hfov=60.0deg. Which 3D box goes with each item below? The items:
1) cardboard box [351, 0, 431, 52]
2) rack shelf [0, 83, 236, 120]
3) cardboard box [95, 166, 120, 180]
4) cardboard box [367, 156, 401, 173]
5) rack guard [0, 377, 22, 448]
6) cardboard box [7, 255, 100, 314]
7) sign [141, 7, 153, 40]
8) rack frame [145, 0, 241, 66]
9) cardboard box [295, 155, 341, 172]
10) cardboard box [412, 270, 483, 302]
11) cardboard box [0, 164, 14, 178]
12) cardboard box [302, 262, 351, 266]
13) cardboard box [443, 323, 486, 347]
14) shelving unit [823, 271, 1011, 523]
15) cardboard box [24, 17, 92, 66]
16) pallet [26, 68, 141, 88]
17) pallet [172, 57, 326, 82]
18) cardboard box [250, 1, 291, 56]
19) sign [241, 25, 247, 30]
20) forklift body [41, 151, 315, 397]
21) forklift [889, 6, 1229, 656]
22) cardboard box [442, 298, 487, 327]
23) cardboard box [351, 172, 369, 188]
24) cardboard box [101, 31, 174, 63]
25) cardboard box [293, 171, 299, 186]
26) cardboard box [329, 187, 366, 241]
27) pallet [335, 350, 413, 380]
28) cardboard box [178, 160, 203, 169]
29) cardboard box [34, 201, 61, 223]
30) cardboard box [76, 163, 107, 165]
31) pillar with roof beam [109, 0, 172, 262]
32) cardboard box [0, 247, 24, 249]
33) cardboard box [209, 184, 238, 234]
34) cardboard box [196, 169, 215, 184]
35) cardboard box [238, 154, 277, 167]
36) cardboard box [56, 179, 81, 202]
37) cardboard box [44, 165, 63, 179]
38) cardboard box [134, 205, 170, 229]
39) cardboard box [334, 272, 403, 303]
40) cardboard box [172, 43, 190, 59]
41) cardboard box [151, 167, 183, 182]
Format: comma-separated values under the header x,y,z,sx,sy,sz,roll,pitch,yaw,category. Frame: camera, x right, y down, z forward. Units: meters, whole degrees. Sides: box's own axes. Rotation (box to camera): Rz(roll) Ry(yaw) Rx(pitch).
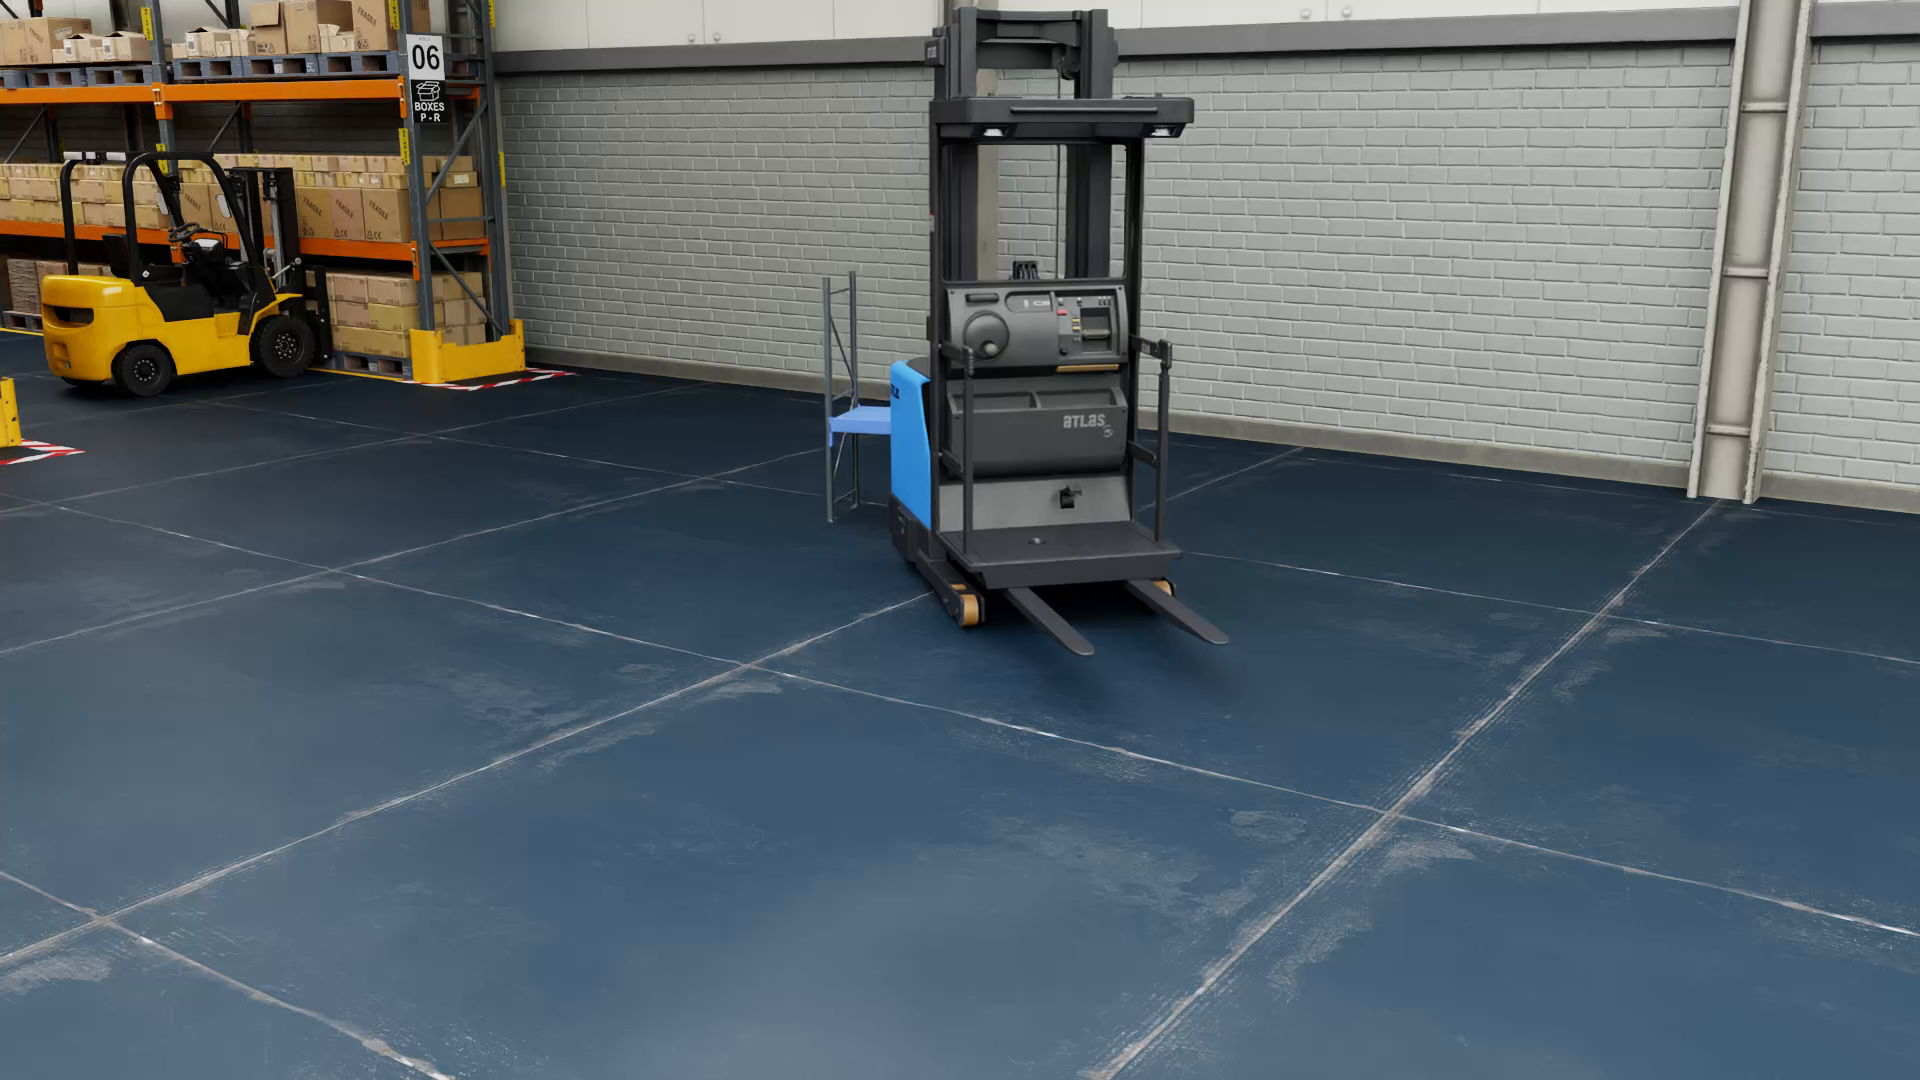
x,y,z,sx,sy,sz,roll,pitch,yaw,category
-5.341,-4.849,15.638,0.500,0.500,0.500,10,17,35,cardboard box
-9.816,-4.993,19.006,4.000,0.370,1.077,9,17,33,rack shelf
-9.436,-4.114,18.641,0.250,0.149,0.380,9,16,31,cardboard box
-5.474,-3.622,16.036,0.250,0.149,0.380,9,17,33,cardboard box
-7.668,-0.888,12.370,0.348,0.500,1.175,9,17,33,rack guard
-10.966,-3.119,20.249,0.625,0.625,0.875,10,17,35,cardboard box
-8.451,-5.368,17.293,0.005,0.325,0.100,9,17,33,sign
-8.157,-6.530,17.475,0.127,3.000,1.000,9,17,33,rack frame
-6.367,-3.746,16.538,0.250,0.149,0.380,10,17,34,cardboard box
-5.131,-2.538,16.602,0.500,0.250,0.500,9,16,32,cardboard box
-11.153,-4.381,19.720,0.250,0.149,0.380,10,17,34,cardboard box
-6.799,-2.810,17.698,0.500,0.250,0.500,9,17,33,cardboard box
-5.136,-2.055,16.733,0.500,0.250,0.500,9,17,33,cardboard box
-0.245,-0.859,10.173,1.048,1.500,0.538,4,14,16,shelving unit
-10.166,-5.629,18.788,0.500,0.500,0.500,10,17,34,cardboard box
-9.933,-5.296,19.126,1.213,0.211,1.003,10,17,35,pallet
-7.434,-4.922,17.405,1.213,0.211,1.003,9,17,33,pallet
-6.599,-5.094,16.620,0.637,0.503,0.797,10,17,35,cardboard box
-7.848,-5.474,18.212,0.005,0.325,0.100,9,17,33,sign
-7.429,-2.560,15.689,1.214,2.155,2.313,9,17,33,forklift body
0.450,-1.098,8.160,1.130,2.935,3.031,-4,14,-14,forklift
-5.112,-2.298,16.671,0.500,0.250,0.500,10,17,34,cardboard box
-5.691,-3.511,16.206,0.250,0.149,0.380,10,17,34,cardboard box
-8.893,-5.332,17.980,0.500,0.311,0.500,9,16,31,cardboard box
-6.516,-3.654,16.784,0.250,0.149,0.380,9,17,32,cardboard box
-5.818,-3.215,16.361,0.500,0.500,0.500,10,17,35,cardboard box
-5.495,-1.822,16.745,1.213,0.211,1.003,9,17,33,pallet
-8.058,-4.024,17.659,0.250,0.149,0.380,10,17,34,cardboard box
-10.398,-3.837,19.394,0.500,0.250,0.500,9,16,31,cardboard box
-10.390,-4.436,19.942,0.250,0.149,0.380,9,16,32,cardboard box
-12.293,-6.213,16.194,0.400,9.000,9.100,9,17,33,pillar with roof beam
-12.365,-3.705,21.526,0.250,0.149,0.380,8,16,30,cardboard box
-7.493,-3.488,17.464,0.500,0.500,0.500,10,17,34,cardboard box
-7.823,-3.852,17.582,0.250,0.149,0.380,10,17,34,cardboard box
-7.187,-3.890,17.118,0.250,0.149,0.380,9,16,32,cardboard box
-9.967,-4.011,19.057,0.500,0.250,0.500,9,17,34,cardboard box
-10.299,-4.245,19.172,0.250,0.149,0.380,10,17,34,cardboard box
-8.721,-3.561,18.276,0.500,0.250,0.500,10,17,34,cardboard box
-5.821,-2.503,16.459,0.500,0.250,0.500,10,17,34,cardboard box
-7.954,-5.084,17.316,0.250,0.149,0.380,10,17,34,cardboard box
-8.564,-3.983,18.112,0.250,0.149,0.380,10,17,35,cardboard box
